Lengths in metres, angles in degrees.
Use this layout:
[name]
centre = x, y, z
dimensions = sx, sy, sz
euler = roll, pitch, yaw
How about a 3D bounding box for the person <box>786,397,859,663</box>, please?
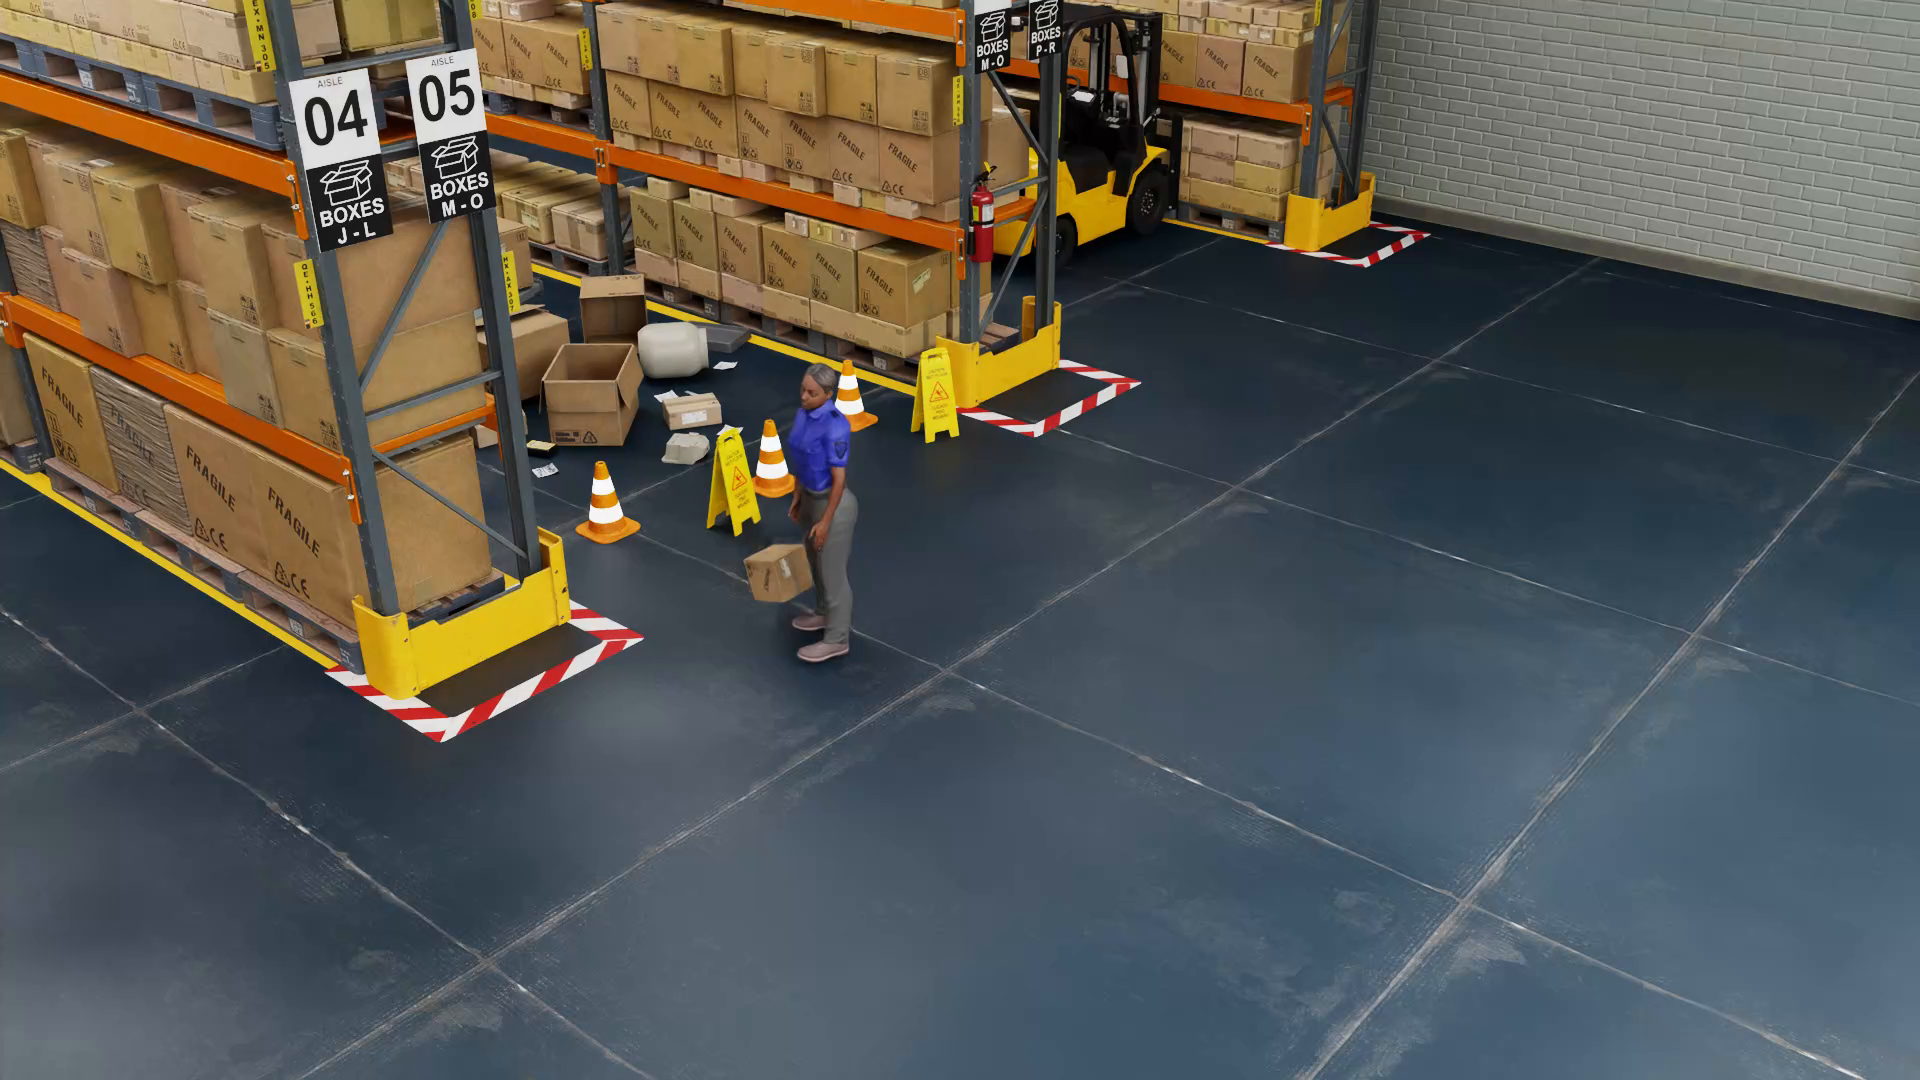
[person]
centre = -0.786, -0.081, 8.946
dimensions = 0.403, 1.465, 0.506
euler = -15, 31, -26
